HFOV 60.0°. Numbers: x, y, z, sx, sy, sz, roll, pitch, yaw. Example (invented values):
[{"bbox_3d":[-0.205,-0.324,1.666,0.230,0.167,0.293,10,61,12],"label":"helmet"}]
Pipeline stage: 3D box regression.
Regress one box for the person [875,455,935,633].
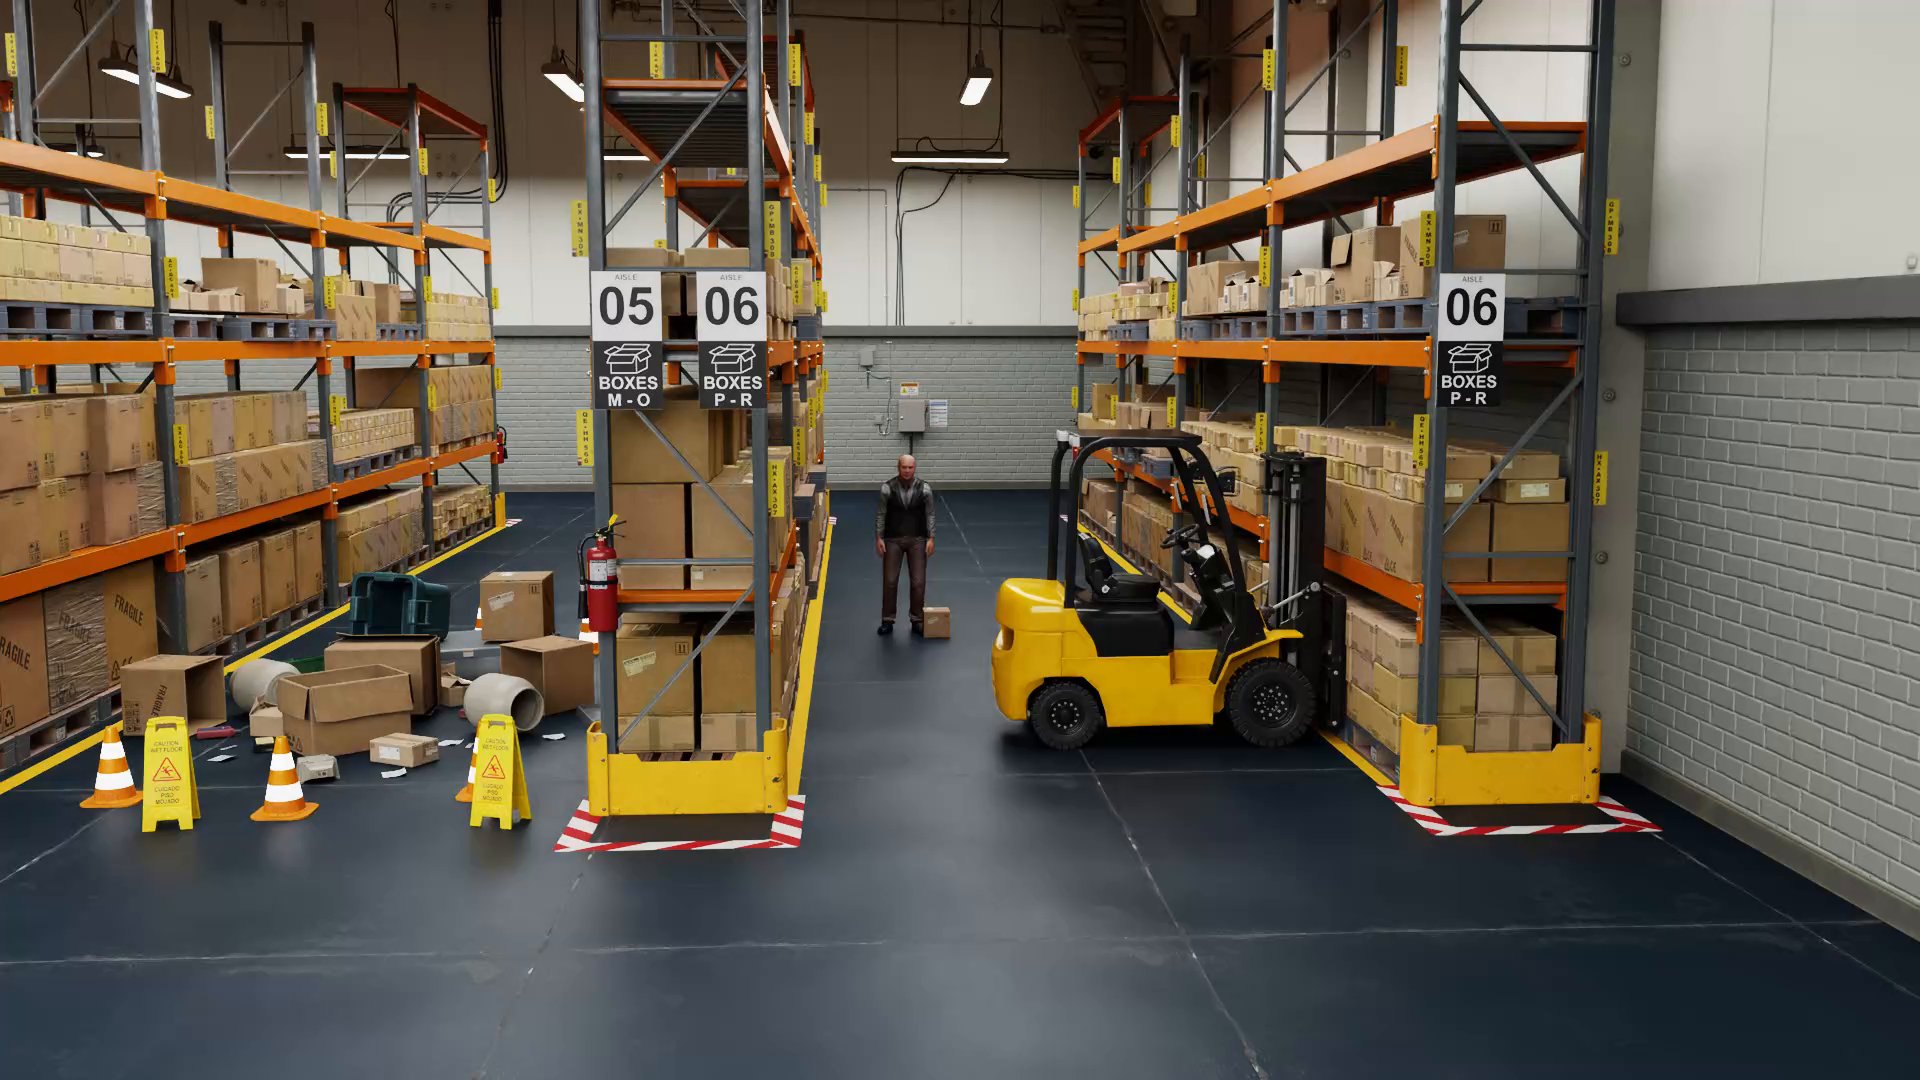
[{"bbox_3d":[-0.529,0.029,16.097,0.580,1.721,0.417,0,7,-3],"label":"person"}]
